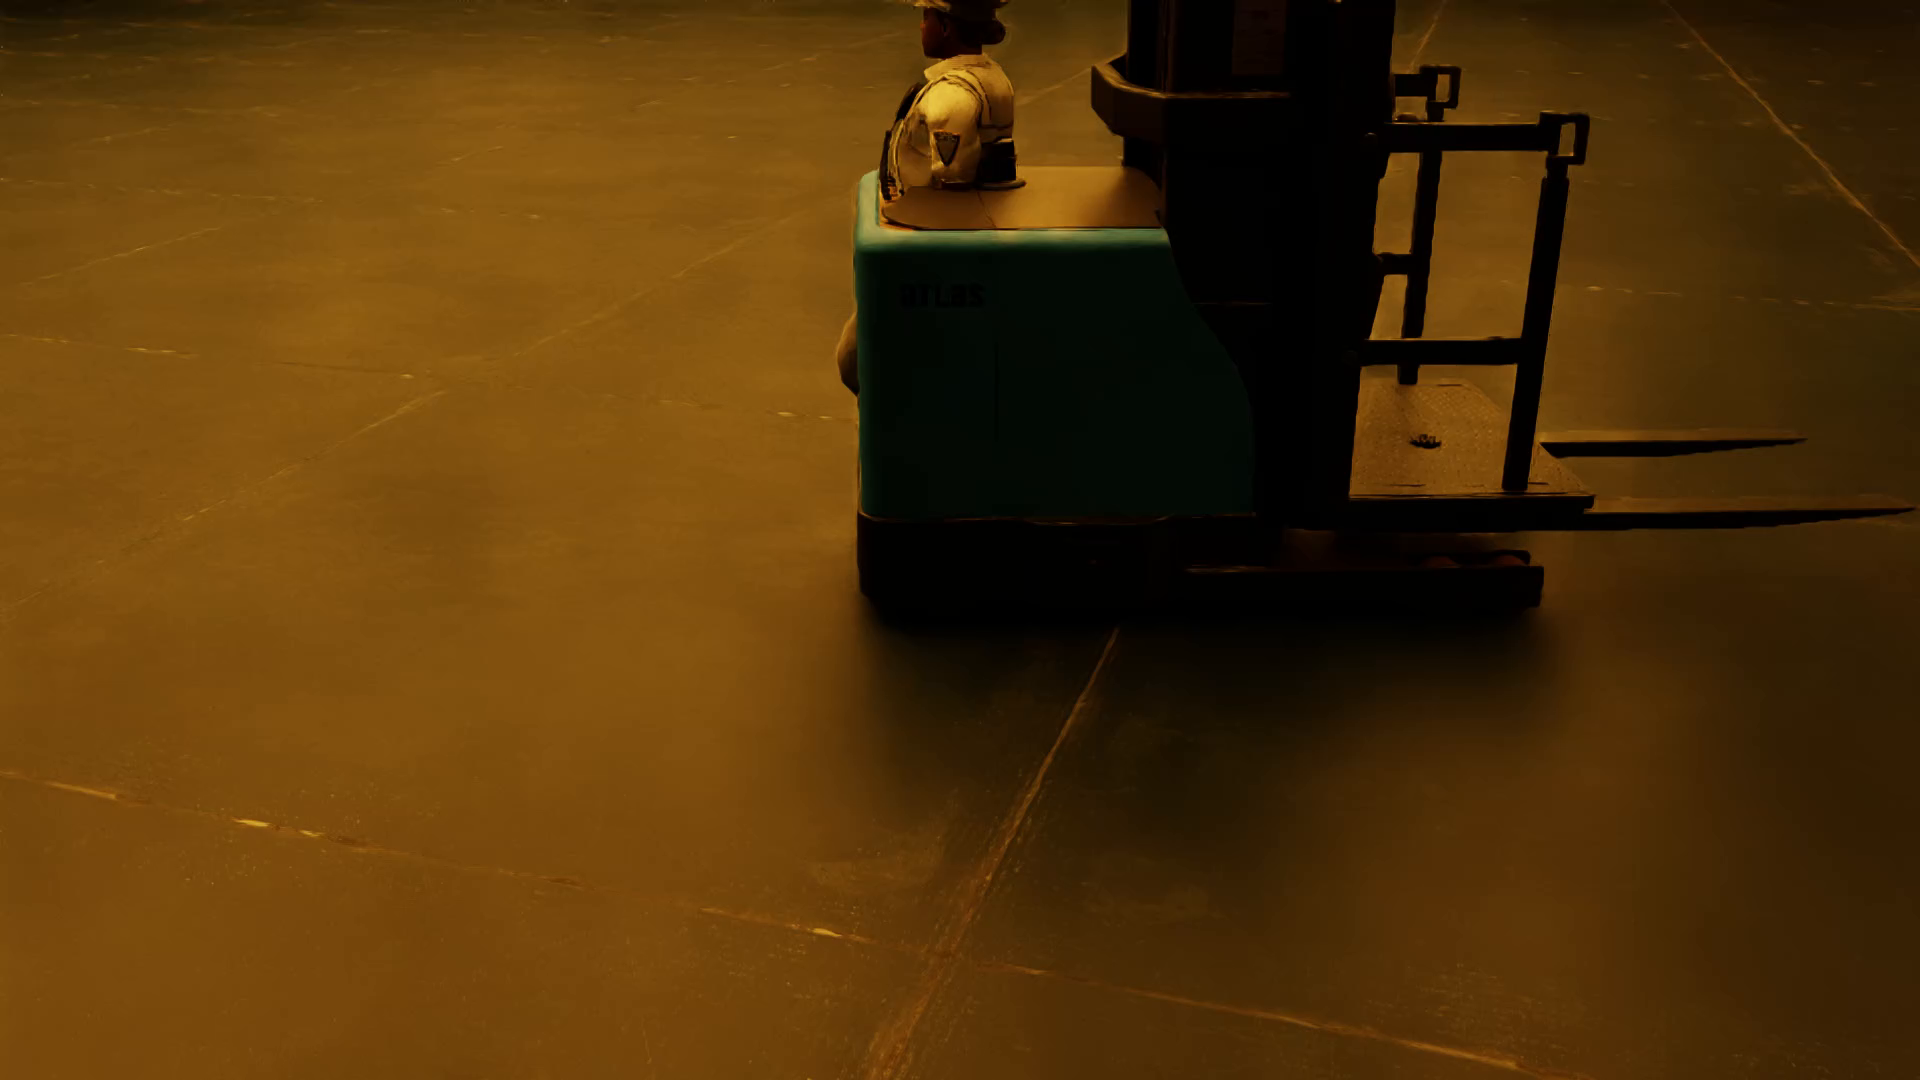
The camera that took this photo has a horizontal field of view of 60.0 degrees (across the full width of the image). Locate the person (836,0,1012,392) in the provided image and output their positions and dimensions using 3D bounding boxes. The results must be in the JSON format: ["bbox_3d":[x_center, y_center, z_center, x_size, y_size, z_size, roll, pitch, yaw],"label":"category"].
[{"bbox_3d":[-0.094,-0.794,4.832,0.494,1.692,0.446,7,23,16],"label":"person"}]

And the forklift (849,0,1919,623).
[{"bbox_3d":[1.215,-1.331,4.505,3.031,2.935,1.130,0,22,0],"label":"forklift"}]
